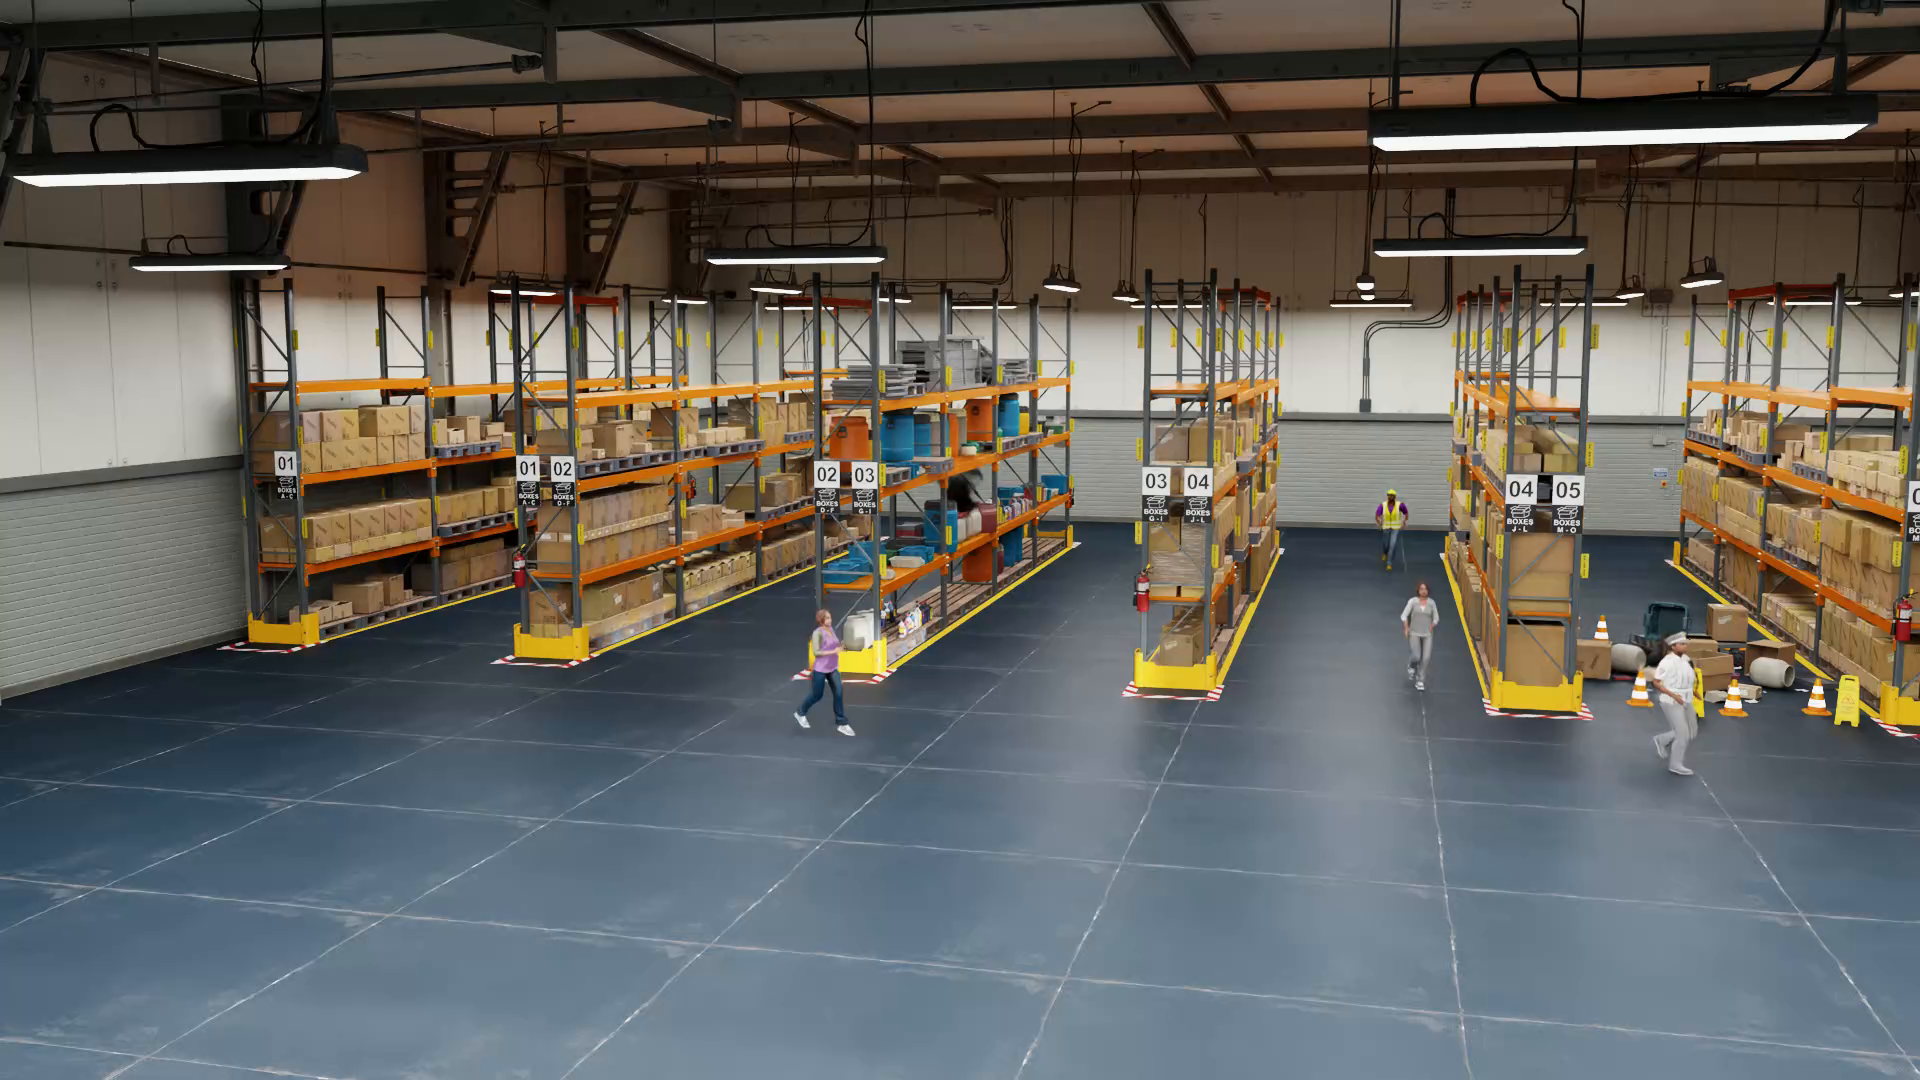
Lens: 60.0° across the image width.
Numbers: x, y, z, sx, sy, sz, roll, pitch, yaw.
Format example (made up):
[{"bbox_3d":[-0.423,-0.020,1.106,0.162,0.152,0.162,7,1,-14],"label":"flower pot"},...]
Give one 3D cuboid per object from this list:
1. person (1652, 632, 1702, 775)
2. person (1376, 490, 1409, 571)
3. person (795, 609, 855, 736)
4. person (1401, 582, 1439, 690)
[{"bbox_3d":[8.298,1.876,19.342,0.576,1.639,0.601,-4,8,-29],"label":"person"},{"bbox_3d":[9.499,-0.238,36.593,0.708,1.761,0.863,2,7,20],"label":"person"},{"bbox_3d":[-1.719,1.667,21.116,0.883,1.587,0.534,5,8,34],"label":"person"},{"bbox_3d":[6.626,1.374,23.913,0.526,1.545,0.521,1,7,6],"label":"person"}]
